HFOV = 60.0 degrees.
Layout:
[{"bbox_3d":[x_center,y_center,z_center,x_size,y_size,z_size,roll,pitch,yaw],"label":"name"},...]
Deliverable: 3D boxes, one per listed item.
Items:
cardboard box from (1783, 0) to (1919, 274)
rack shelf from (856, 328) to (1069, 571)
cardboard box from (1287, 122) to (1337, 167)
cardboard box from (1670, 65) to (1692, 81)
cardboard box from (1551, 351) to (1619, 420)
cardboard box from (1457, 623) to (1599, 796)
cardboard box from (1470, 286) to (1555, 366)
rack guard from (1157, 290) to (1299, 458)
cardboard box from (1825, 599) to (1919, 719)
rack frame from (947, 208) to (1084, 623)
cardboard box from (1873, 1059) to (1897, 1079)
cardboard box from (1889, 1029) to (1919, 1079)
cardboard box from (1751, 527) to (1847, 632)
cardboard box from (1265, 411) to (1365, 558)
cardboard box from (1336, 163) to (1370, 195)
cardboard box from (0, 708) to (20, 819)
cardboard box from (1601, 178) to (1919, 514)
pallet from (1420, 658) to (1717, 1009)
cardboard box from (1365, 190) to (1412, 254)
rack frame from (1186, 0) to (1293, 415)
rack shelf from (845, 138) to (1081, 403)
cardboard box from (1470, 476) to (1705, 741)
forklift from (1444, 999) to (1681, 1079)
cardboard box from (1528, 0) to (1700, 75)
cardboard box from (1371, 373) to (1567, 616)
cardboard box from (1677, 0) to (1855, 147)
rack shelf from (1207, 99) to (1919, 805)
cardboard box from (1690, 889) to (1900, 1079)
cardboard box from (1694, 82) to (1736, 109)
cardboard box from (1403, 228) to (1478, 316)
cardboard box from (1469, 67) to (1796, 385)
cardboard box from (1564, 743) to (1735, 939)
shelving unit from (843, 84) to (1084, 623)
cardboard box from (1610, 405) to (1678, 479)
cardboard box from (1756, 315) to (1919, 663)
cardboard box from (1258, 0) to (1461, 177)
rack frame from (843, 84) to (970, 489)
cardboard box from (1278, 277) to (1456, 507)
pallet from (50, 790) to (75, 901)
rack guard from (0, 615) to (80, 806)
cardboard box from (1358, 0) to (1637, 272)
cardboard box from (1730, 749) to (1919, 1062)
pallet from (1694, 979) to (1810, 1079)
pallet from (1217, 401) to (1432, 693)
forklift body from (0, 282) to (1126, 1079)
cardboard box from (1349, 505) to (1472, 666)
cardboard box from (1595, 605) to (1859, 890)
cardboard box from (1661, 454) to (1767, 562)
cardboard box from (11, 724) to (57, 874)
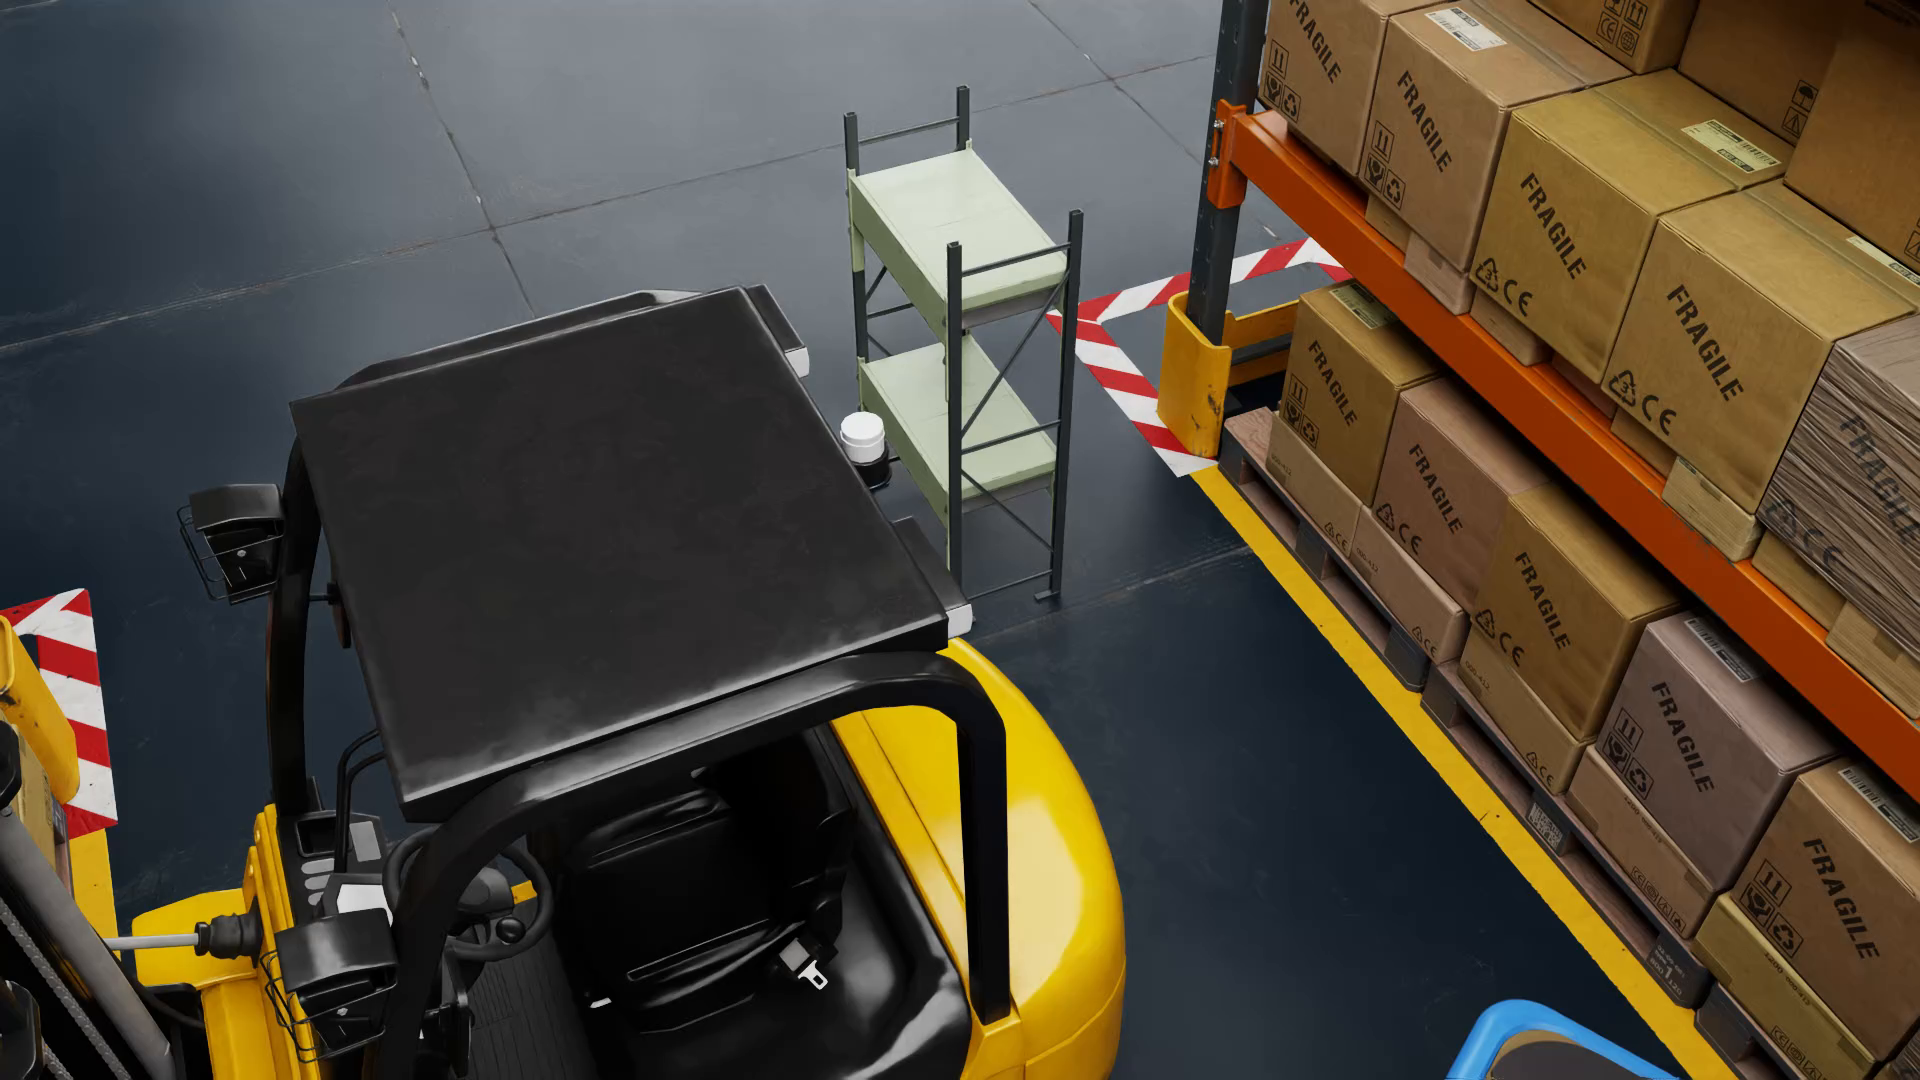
[{"bbox_3d":[2.297,-0.940,3.572,0.700,0.500,0.500,-18,47,-18],"label":"cardboard box"},{"bbox_3d":[-0.003,-0.306,5.457,0.431,0.370,0.720,-18,47,-17],"label":"rack shelf"},{"bbox_3d":[1.242,-1.315,5.126,0.380,0.149,0.250,-18,47,-17],"label":"cardboard box"},{"bbox_3d":[1.971,-1.238,4.586,0.500,0.500,0.500,-18,47,-17],"label":"cardboard box"},{"bbox_3d":[1.769,-0.484,4.284,0.380,0.149,0.250,-17,47,-16],"label":"cardboard box"},{"bbox_3d":[1.824,0.415,4.853,0.500,0.250,0.500,-15,47,-15],"label":"cardboard box"},{"bbox_3d":[1.603,-0.635,4.437,0.380,0.149,0.250,-17,47,-16],"label":"cardboard box"},{"bbox_3d":[1.319,-0.744,6.148,1.175,0.500,0.348,-18,47,-17],"label":"rack guard"},{"bbox_3d":[2.127,0.195,3.595,0.380,0.149,0.250,-19,48,-18],"label":"cardboard box"},{"bbox_3d":[0.151,-0.305,4.991,0.400,1.500,0.023,-18,47,-17],"label":"rack frame"},{"bbox_3d":[2.476,1.399,3.855,0.500,0.250,0.500,-16,47,-16],"label":"cardboard box"},{"bbox_3d":[2.476,1.132,3.592,0.500,0.500,0.500,-19,48,-18],"label":"cardboard box"},{"bbox_3d":[2.046,0.023,3.769,0.380,0.149,0.250,-19,48,-18],"label":"cardboard box"},{"bbox_3d":[1.375,-0.257,5.533,0.500,0.250,0.500,-18,48,-18],"label":"cardboard box"},{"bbox_3d":[1.361,-1.158,4.967,0.380,0.149,0.250,-17,47,-17],"label":"cardboard box"},{"bbox_3d":[-2.727,0.656,4.253,0.500,0.250,0.500,-19,48,-18],"label":"cardboard box"},{"bbox_3d":[1.891,-0.464,3.802,0.500,0.500,0.500,-19,48,-18],"label":"cardboard box"},{"bbox_3d":[2.137,0.664,4.927,1.003,0.211,1.213,-18,47,-17],"label":"pallet"},{"bbox_3d":[1.399,-0.965,4.771,0.380,0.149,0.250,-19,48,-19],"label":"cardboard box"},{"bbox_3d":[1.287,-1.682,5.319,1.000,3.000,0.127,-18,47,-17],"label":"rack frame"},{"bbox_3d":[-0.003,-0.816,4.953,0.431,0.370,0.720,-18,47,-17],"label":"rack shelf"},{"bbox_3d":[1.813,0.145,4.592,0.500,0.500,0.500,-17,47,-17],"label":"cardboard box"},{"bbox_3d":[2.014,1.494,2.149,3.031,2.935,1.130,27,51,25],"label":"forklift"},{"bbox_3d":[1.906,-1.593,4.234,0.700,0.500,0.500,-18,47,-17],"label":"cardboard box"},{"bbox_3d":[1.609,-0.177,4.918,0.500,0.500,0.500,-20,48,-19],"label":"cardboard box"},{"bbox_3d":[2.213,-1.299,3.936,0.700,0.500,0.500,-19,48,-18],"label":"cardboard box"},{"bbox_3d":[2.128,-0.151,4.280,1.077,0.370,4.000,-18,47,-17],"label":"rack shelf"},{"bbox_3d":[2.243,1.063,4.196,0.500,0.250,0.500,-19,48,-18],"label":"cardboard box"},{"bbox_3d":[2.178,-0.918,4.262,0.500,0.500,0.500,-18,47,-18],"label":"cardboard box"},{"bbox_3d":[1.464,-0.790,4.594,0.380,0.149,0.250,-17,47,-17],"label":"cardboard box"},{"bbox_3d":[1.670,-0.786,4.128,0.500,0.500,0.500,-19,48,-18],"label":"cardboard box"},{"bbox_3d":[2.034,0.737,4.526,0.500,0.250,0.500,-17,47,-17],"label":"cardboard box"},{"bbox_3d":[-0.003,-0.538,5.228,0.431,1.500,0.755,-18,47,-17],"label":"shelving unit"},{"bbox_3d":[1.853,-0.307,4.105,0.380,0.149,0.250,-19,48,-18],"label":"cardboard box"},{"bbox_3d":[2.111,-0.139,3.473,0.500,0.500,0.500,-17,47,-16],"label":"cardboard box"},{"bbox_3d":[1.234,-1.440,4.790,0.500,0.500,0.500,-19,48,-18],"label":"cardboard box"},{"bbox_3d":[-0.157,-0.771,5.464,0.400,1.500,0.023,-18,47,-17],"label":"rack frame"},{"bbox_3d":[1.385,-0.509,5.255,0.500,0.500,0.500,-20,48,-19],"label":"cardboard box"},{"bbox_3d":[-2.856,1.254,4.329,1.003,0.211,1.213,-18,47,-17],"label":"pallet"},{"bbox_3d":[-3.225,0.661,4.724,1.175,0.500,0.348,-18,47,-17],"label":"rack guard"},{"bbox_3d":[1.455,-1.110,4.457,0.500,0.500,0.500,-17,47,-16],"label":"cardboard box"},{"bbox_3d":[2.261,0.808,3.920,0.500,0.500,0.500,-17,47,-17],"label":"cardboard box"},{"bbox_3d":[2.654,1.442,4.138,1.003,0.211,1.213,-18,47,-17],"label":"pallet"},{"bbox_3d":[1.628,-0.113,5.714,1.003,0.211,1.213,-18,47,-17],"label":"pallet"},{"bbox_3d":[-0.763,0.758,3.450,2.313,2.155,1.214,-18,47,-17],"label":"forklift body"},{"bbox_3d":[1.583,0.071,5.201,0.500,0.250,0.500,-16,47,-16],"label":"cardboard box"},{"bbox_3d":[2.045,0.483,4.249,0.500,0.500,0.500,-16,47,-15],"label":"cardboard box"},{"bbox_3d":[1.905,-0.130,3.925,0.380,0.149,0.250,-18,47,-17],"label":"cardboard box"},{"bbox_3d":[-2.731,0.822,4.440,0.500,0.250,0.500,-18,47,-17],"label":"cardboard box"}]
